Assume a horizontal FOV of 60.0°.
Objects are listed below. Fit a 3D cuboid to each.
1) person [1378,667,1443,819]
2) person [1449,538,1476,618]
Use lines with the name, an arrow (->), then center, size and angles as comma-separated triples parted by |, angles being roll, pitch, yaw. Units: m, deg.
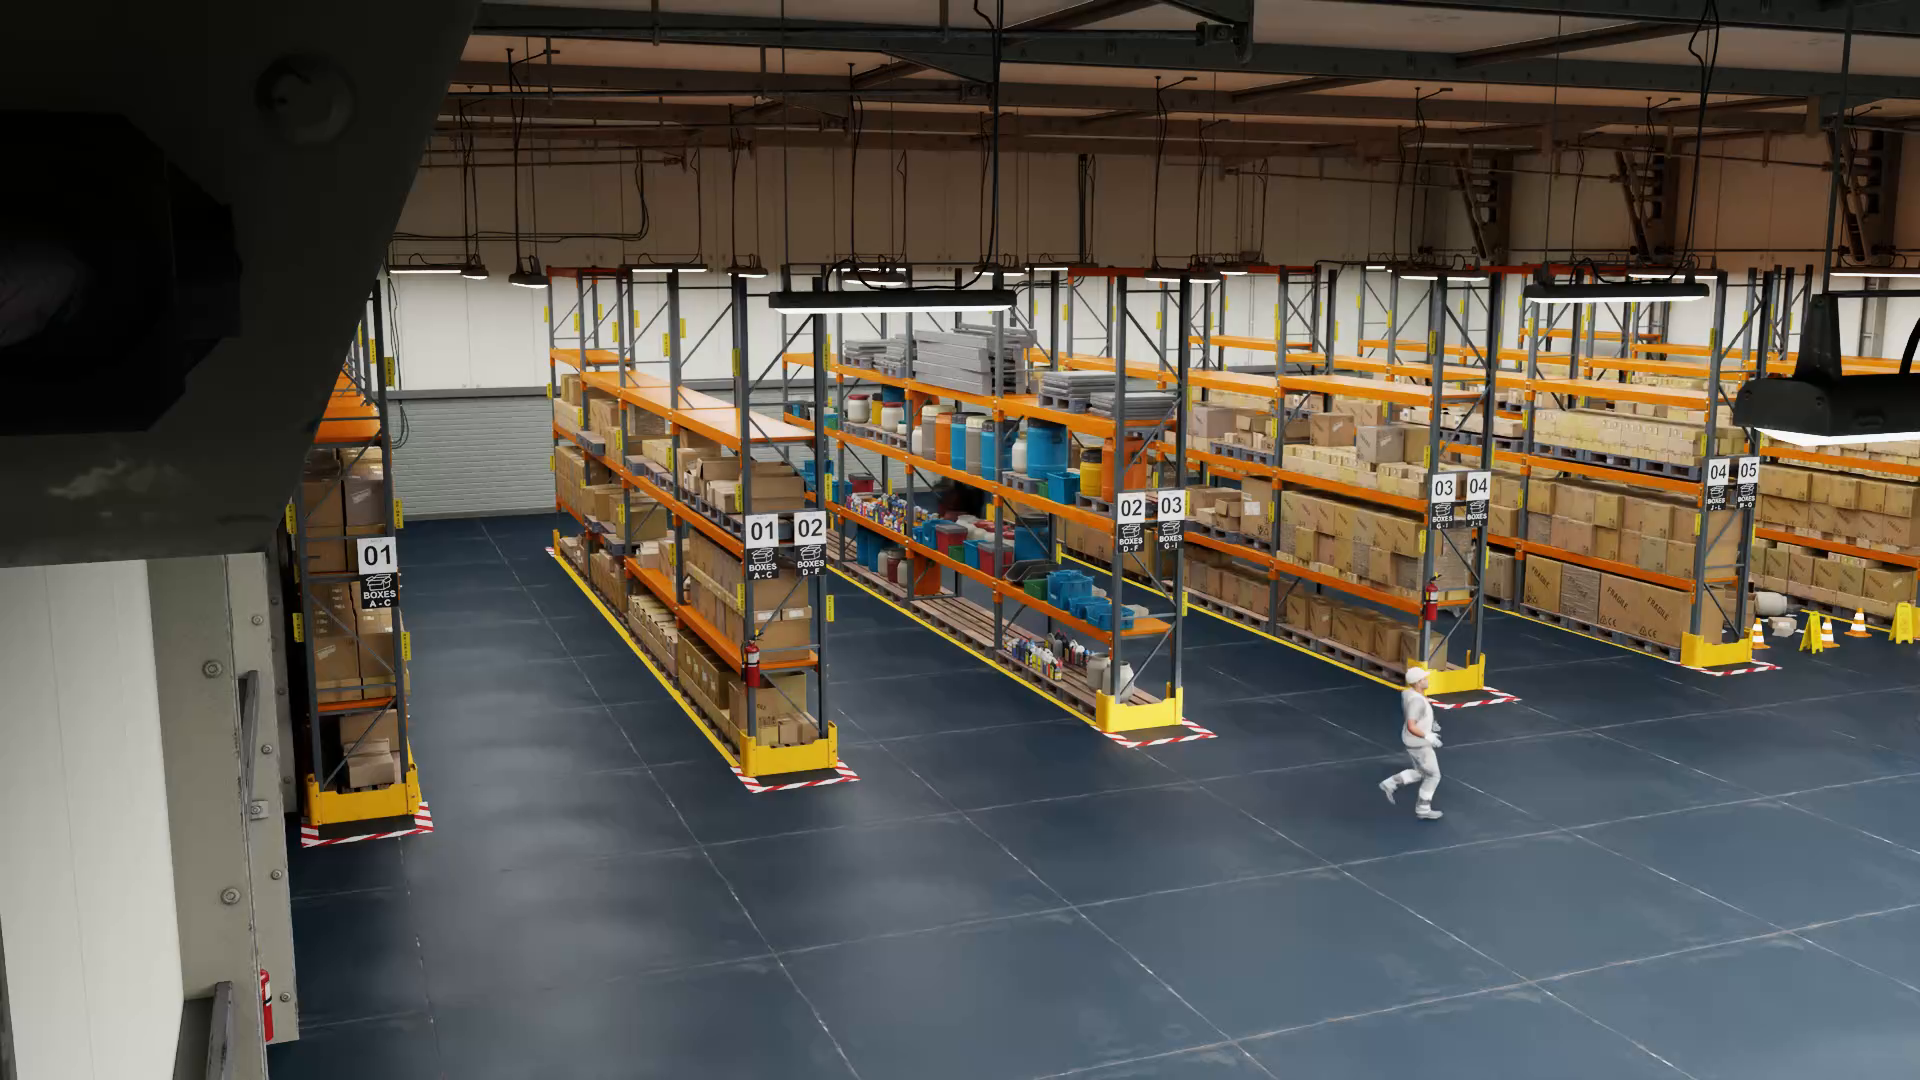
person -> 5.082, 2.270, 18.618 | 0.708, 1.742, 0.659 | 1, 10, 6
person -> 8.721, 0.509, 29.000 | 0.570, 1.705, 0.783 | -5, 11, -25
